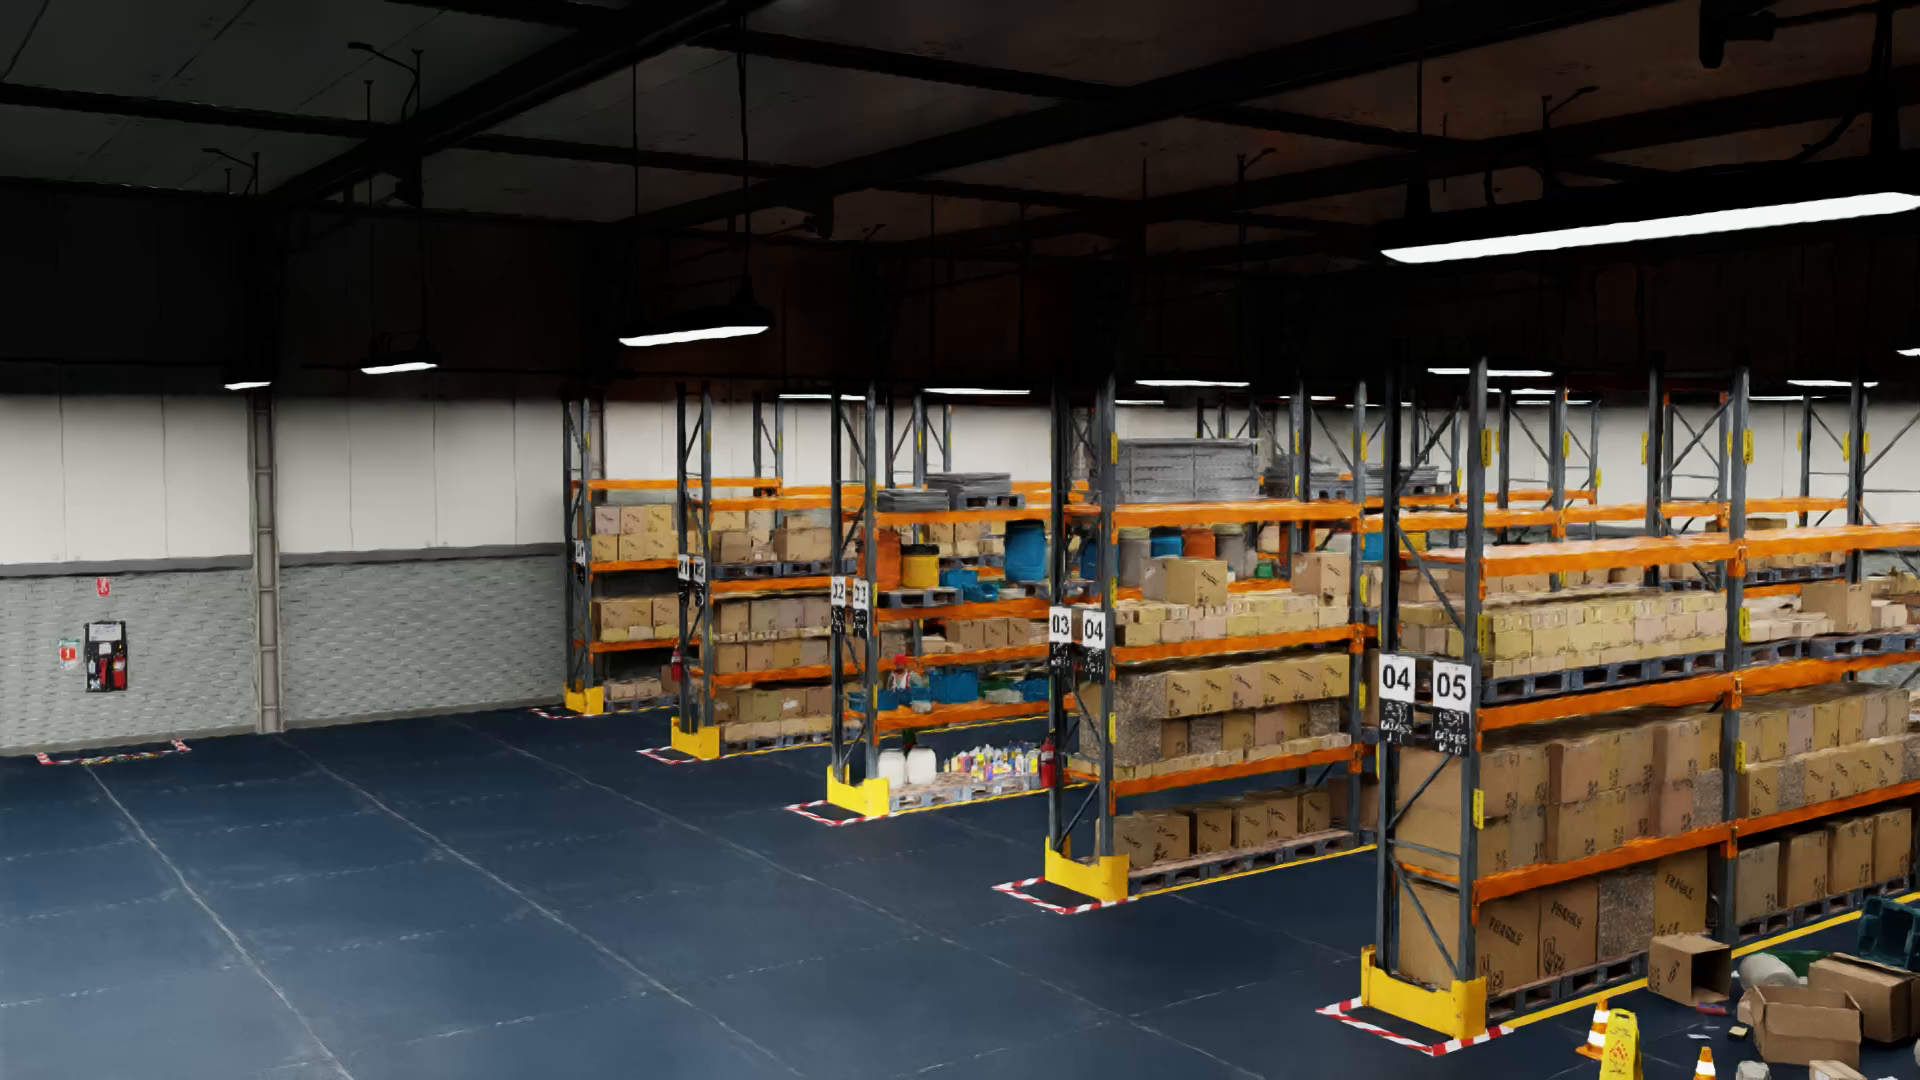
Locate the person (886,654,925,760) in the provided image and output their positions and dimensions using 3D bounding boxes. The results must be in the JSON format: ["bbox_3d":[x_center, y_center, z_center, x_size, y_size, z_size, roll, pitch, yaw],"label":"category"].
[{"bbox_3d":[-0.838,2.622,26.078,0.686,1.716,0.838,3,5,39],"label":"person"}]
